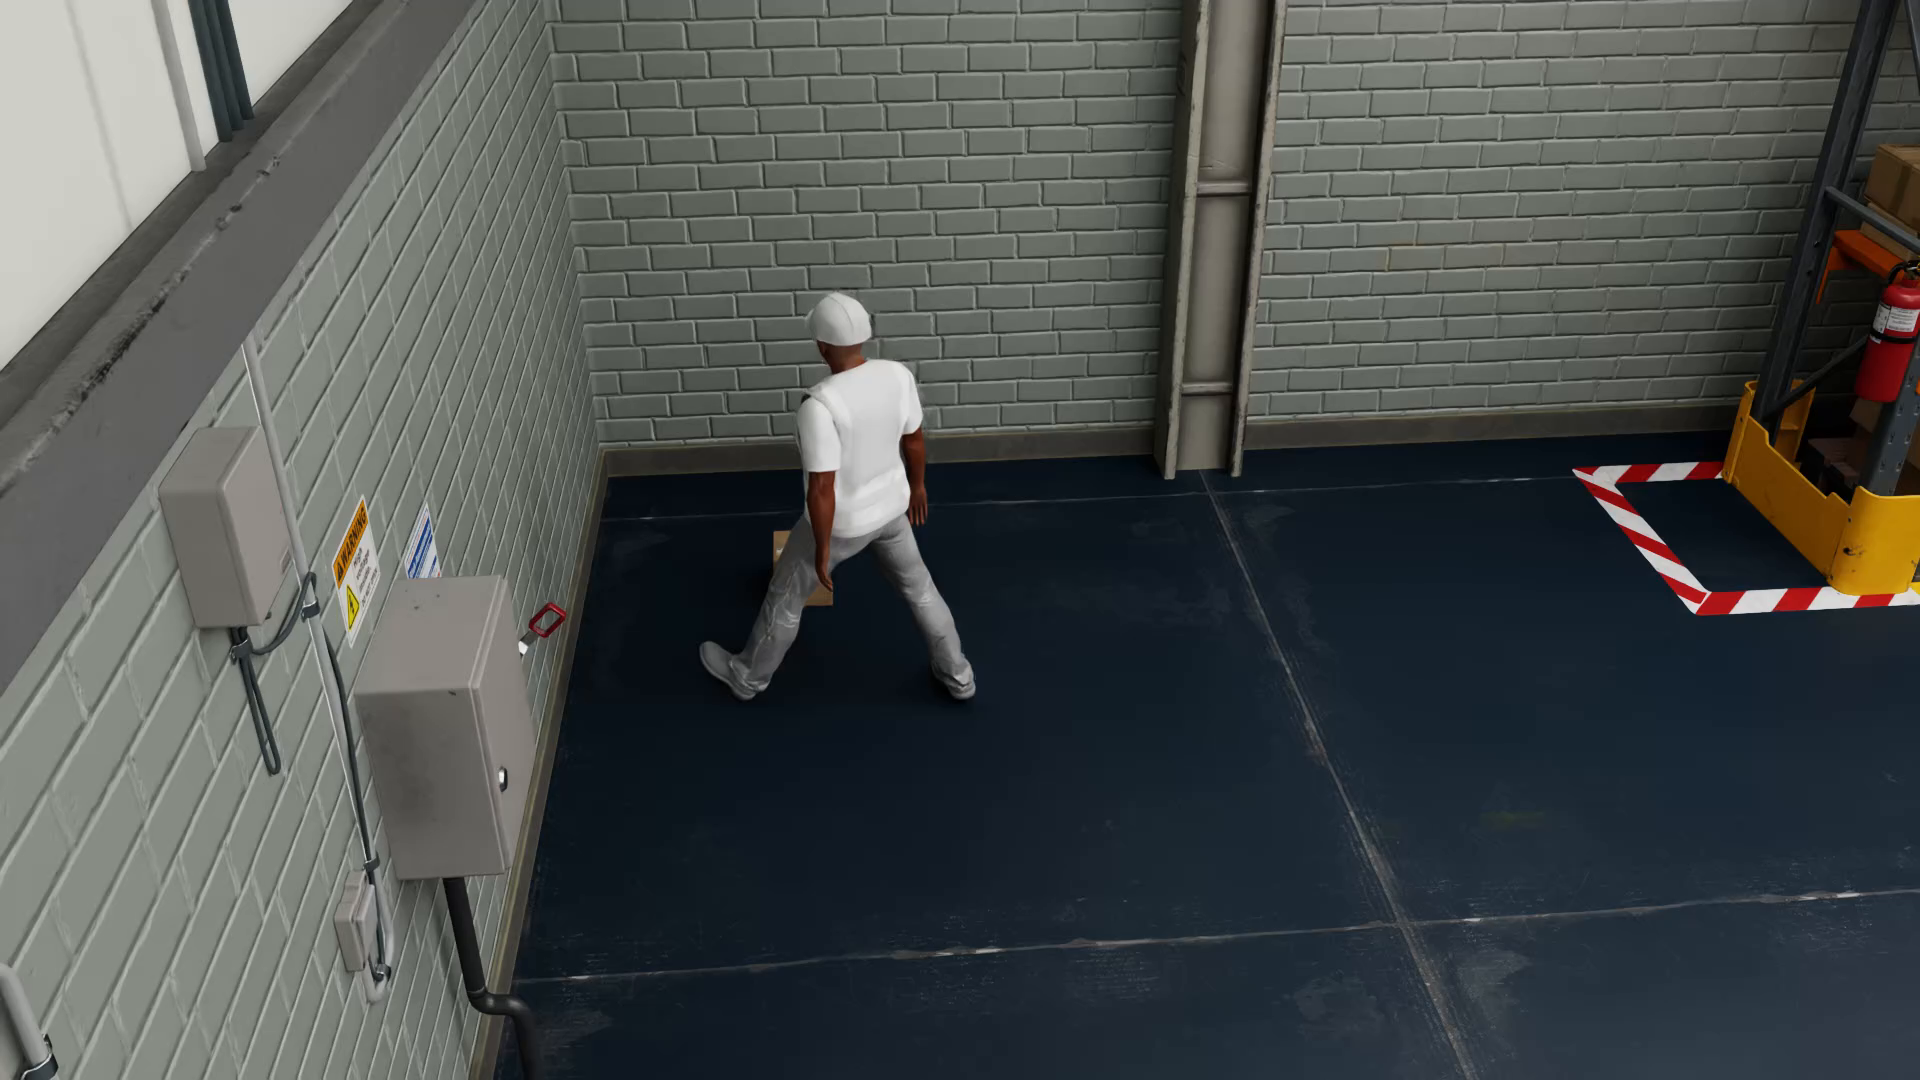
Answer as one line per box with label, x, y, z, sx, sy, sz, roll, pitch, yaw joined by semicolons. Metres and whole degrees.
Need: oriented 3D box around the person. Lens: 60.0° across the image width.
person;-0.472;-0.137;6.356;0.850;1.702;0.895;-27;40;-37
